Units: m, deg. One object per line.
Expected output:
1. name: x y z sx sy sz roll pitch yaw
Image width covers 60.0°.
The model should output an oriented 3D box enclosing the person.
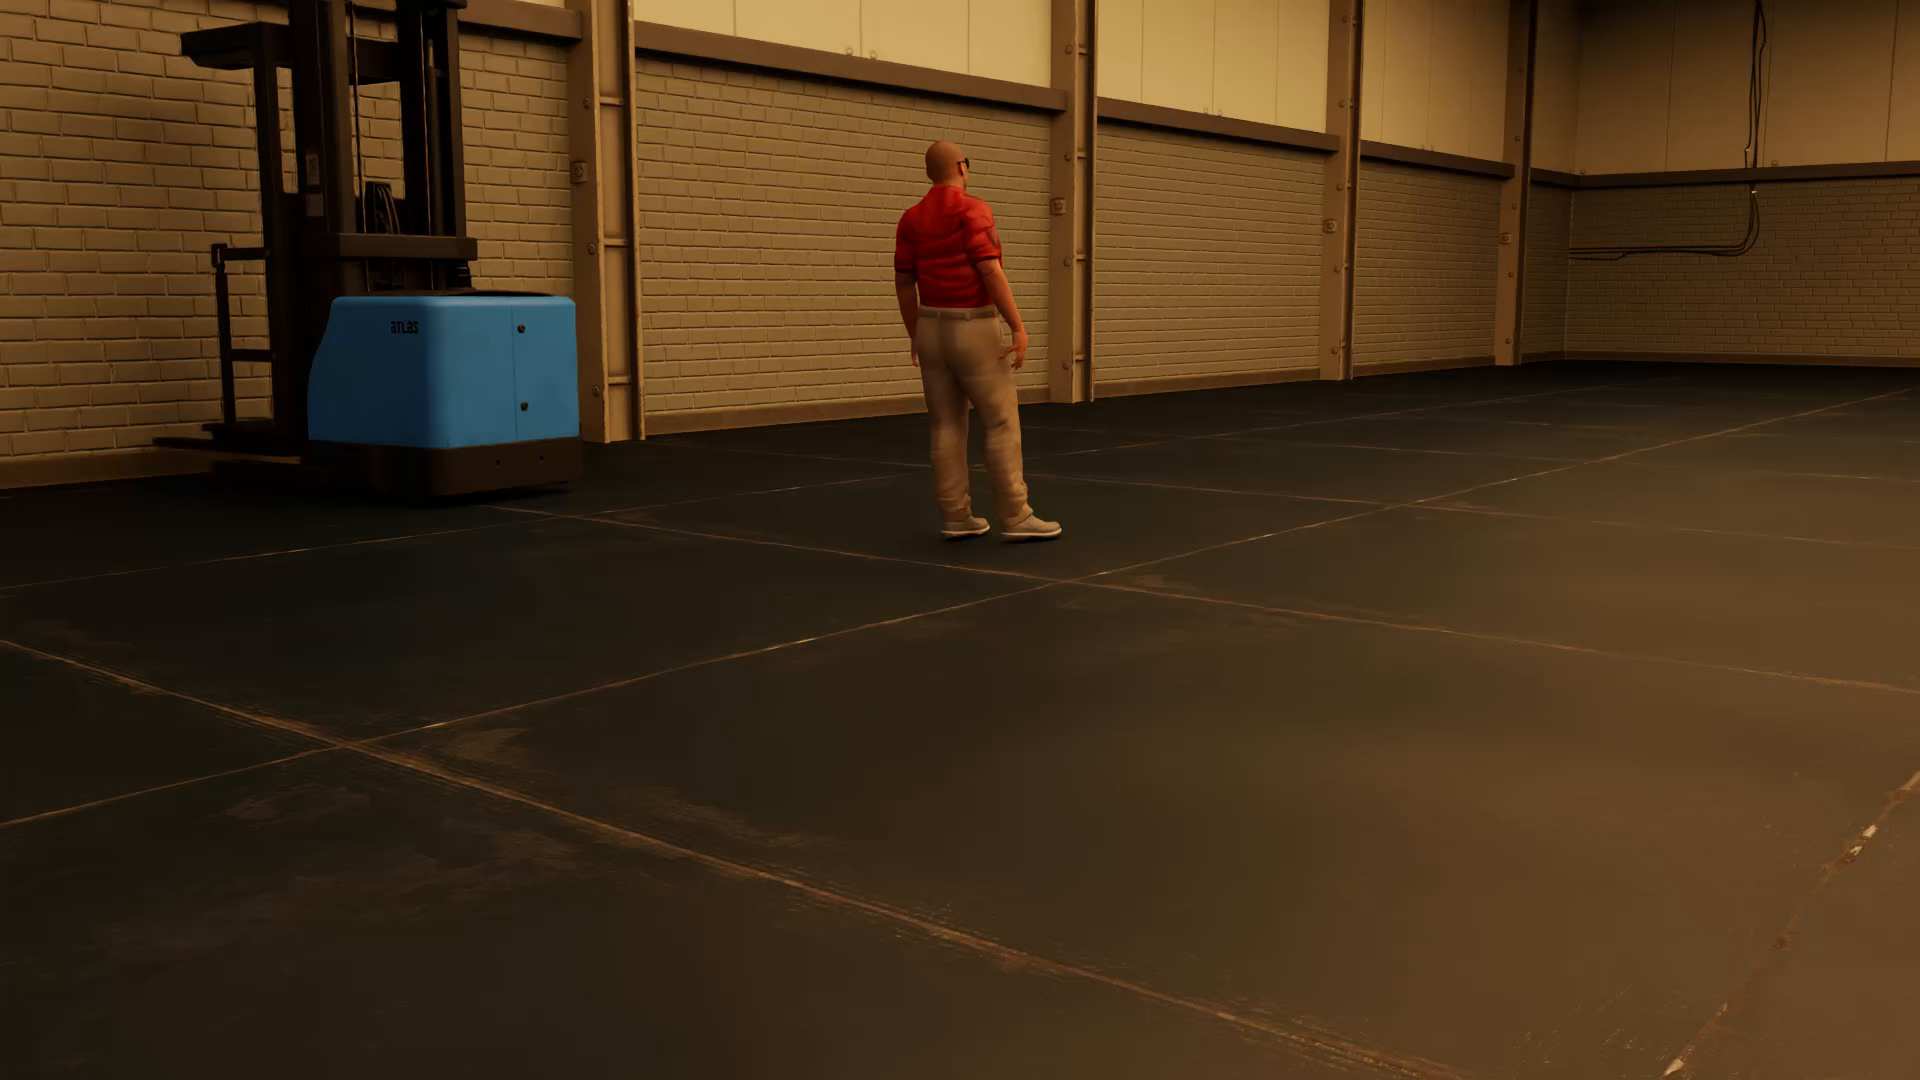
1. person: 0.066 -0.873 7.341 0.641 1.728 0.550 7 11 38

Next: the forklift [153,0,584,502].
1. forklift: -3.607 -1.781 9.450 3.031 2.935 1.130 5 10 33
